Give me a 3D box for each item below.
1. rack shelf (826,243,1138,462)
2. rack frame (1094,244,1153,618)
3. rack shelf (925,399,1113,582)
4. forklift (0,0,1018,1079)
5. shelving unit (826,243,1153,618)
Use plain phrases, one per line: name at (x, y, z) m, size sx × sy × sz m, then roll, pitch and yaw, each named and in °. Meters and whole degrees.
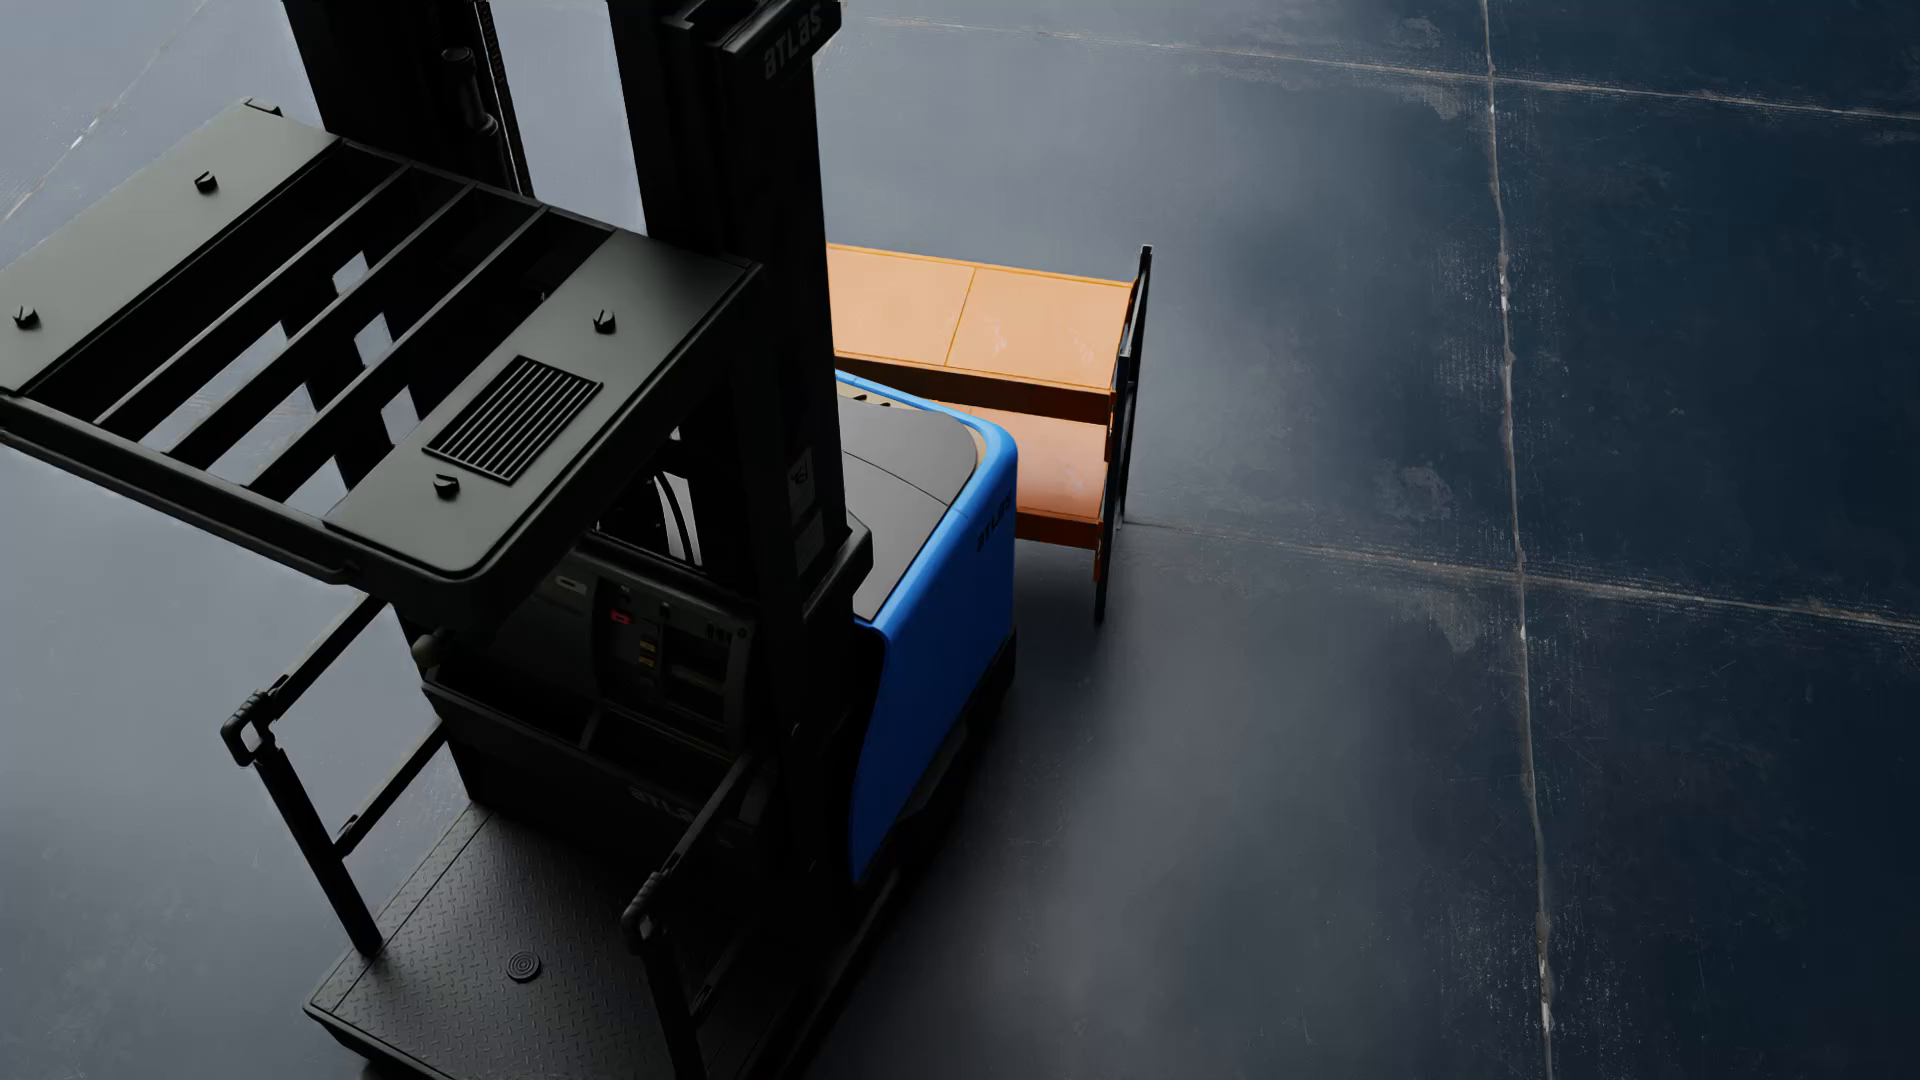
rack shelf at (0.003, -0.582, 4.987) m, size 1.000 × 0.278 × 0.538 m, roll 9°, pitch 49°, yaw 8°
rack frame at (0.500, -0.309, 5.134) m, size 0.032 × 1.125 × 0.500 m, roll 9°, pitch 49°, yaw 8°
rack shelf at (0.003, -0.223, 5.386) m, size 1.000 × 0.278 × 0.538 m, roll 9°, pitch 49°, yaw 8°
forklift at (-0.935, 0.270, 3.400) m, size 1.130 × 2.935 × 3.031 m, roll 20°, pitch 51°, yaw 17°
shelving unit at (0.003, -0.387, 5.204) m, size 1.048 × 1.125 × 0.538 m, roll 9°, pitch 49°, yaw 8°
